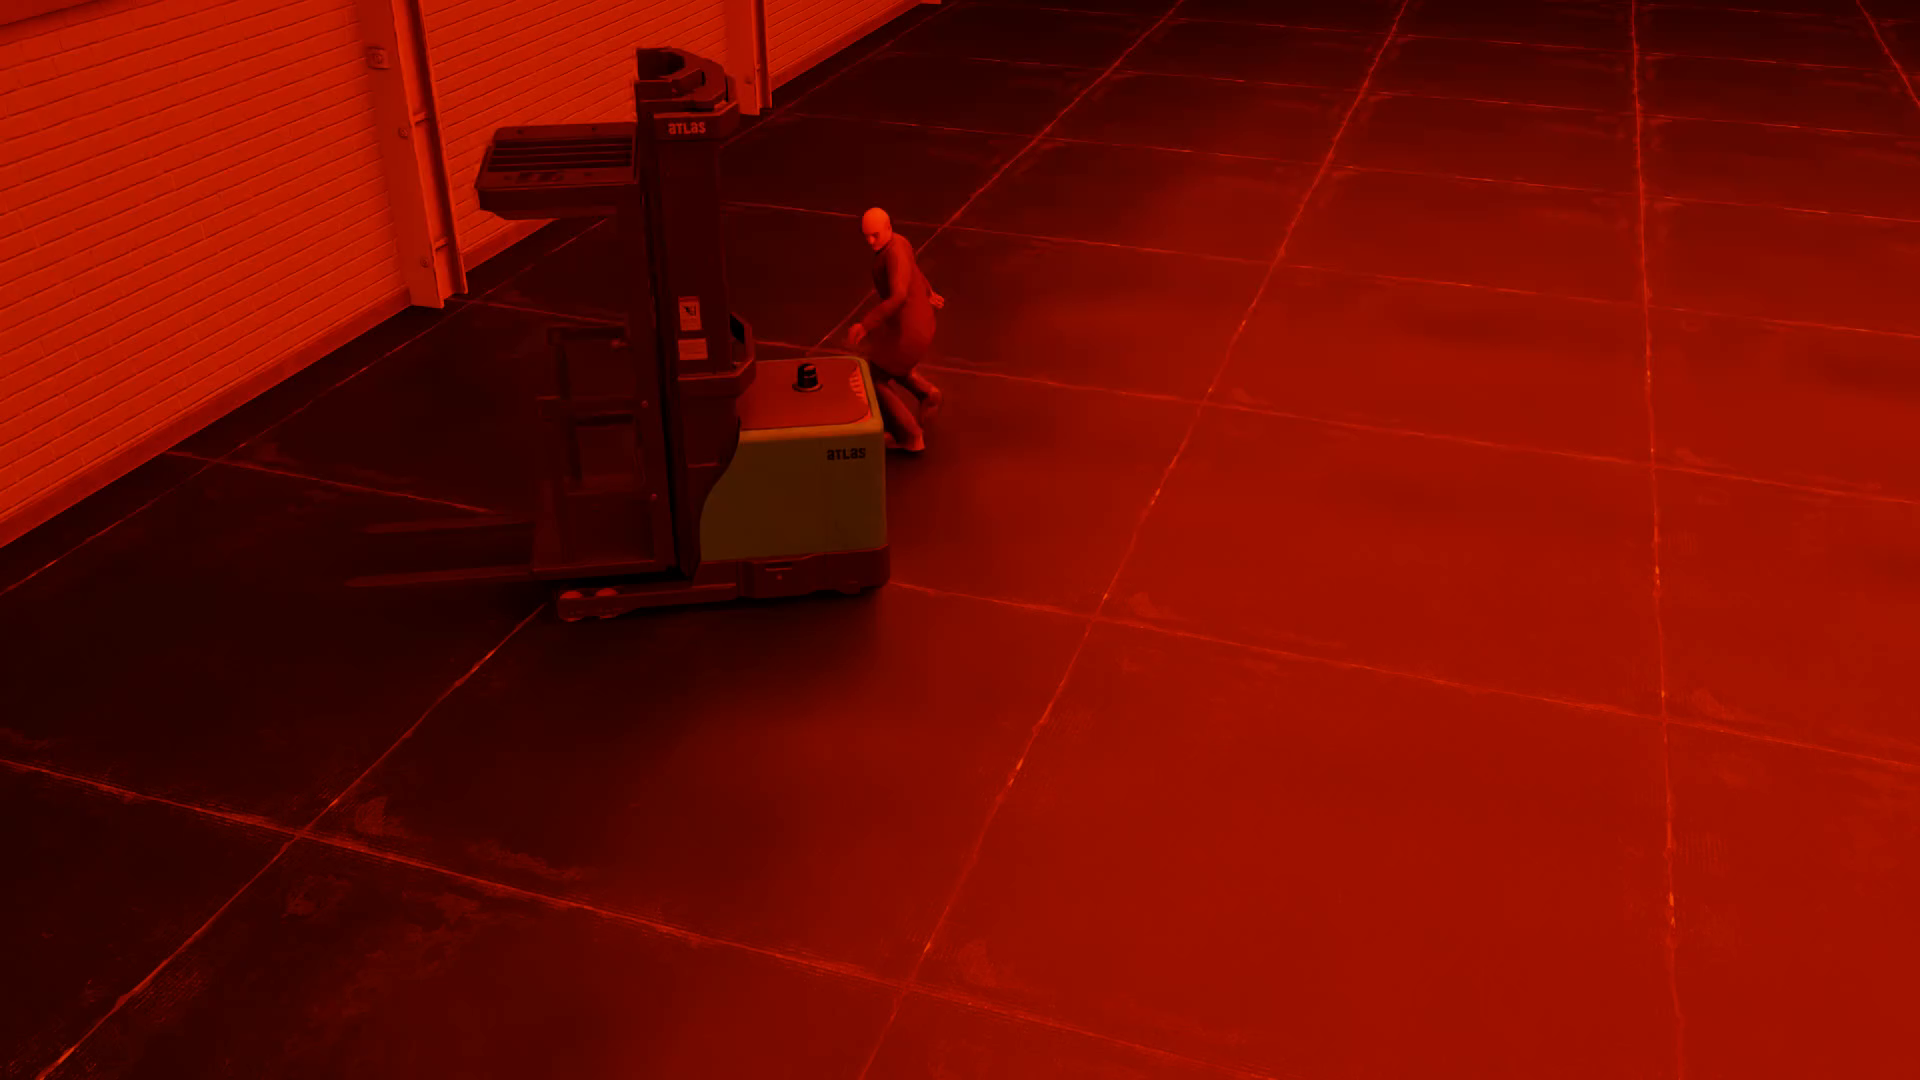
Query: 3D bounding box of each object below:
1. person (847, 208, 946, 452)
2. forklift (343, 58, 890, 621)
[{"bbox_3d":[-0.401,-1.416,11.049,0.509,1.670,1.034,4,30,8],"label":"person"},{"bbox_3d":[-1.964,-1.071,9.080,3.031,2.867,1.129,-4,30,-8],"label":"forklift"}]
